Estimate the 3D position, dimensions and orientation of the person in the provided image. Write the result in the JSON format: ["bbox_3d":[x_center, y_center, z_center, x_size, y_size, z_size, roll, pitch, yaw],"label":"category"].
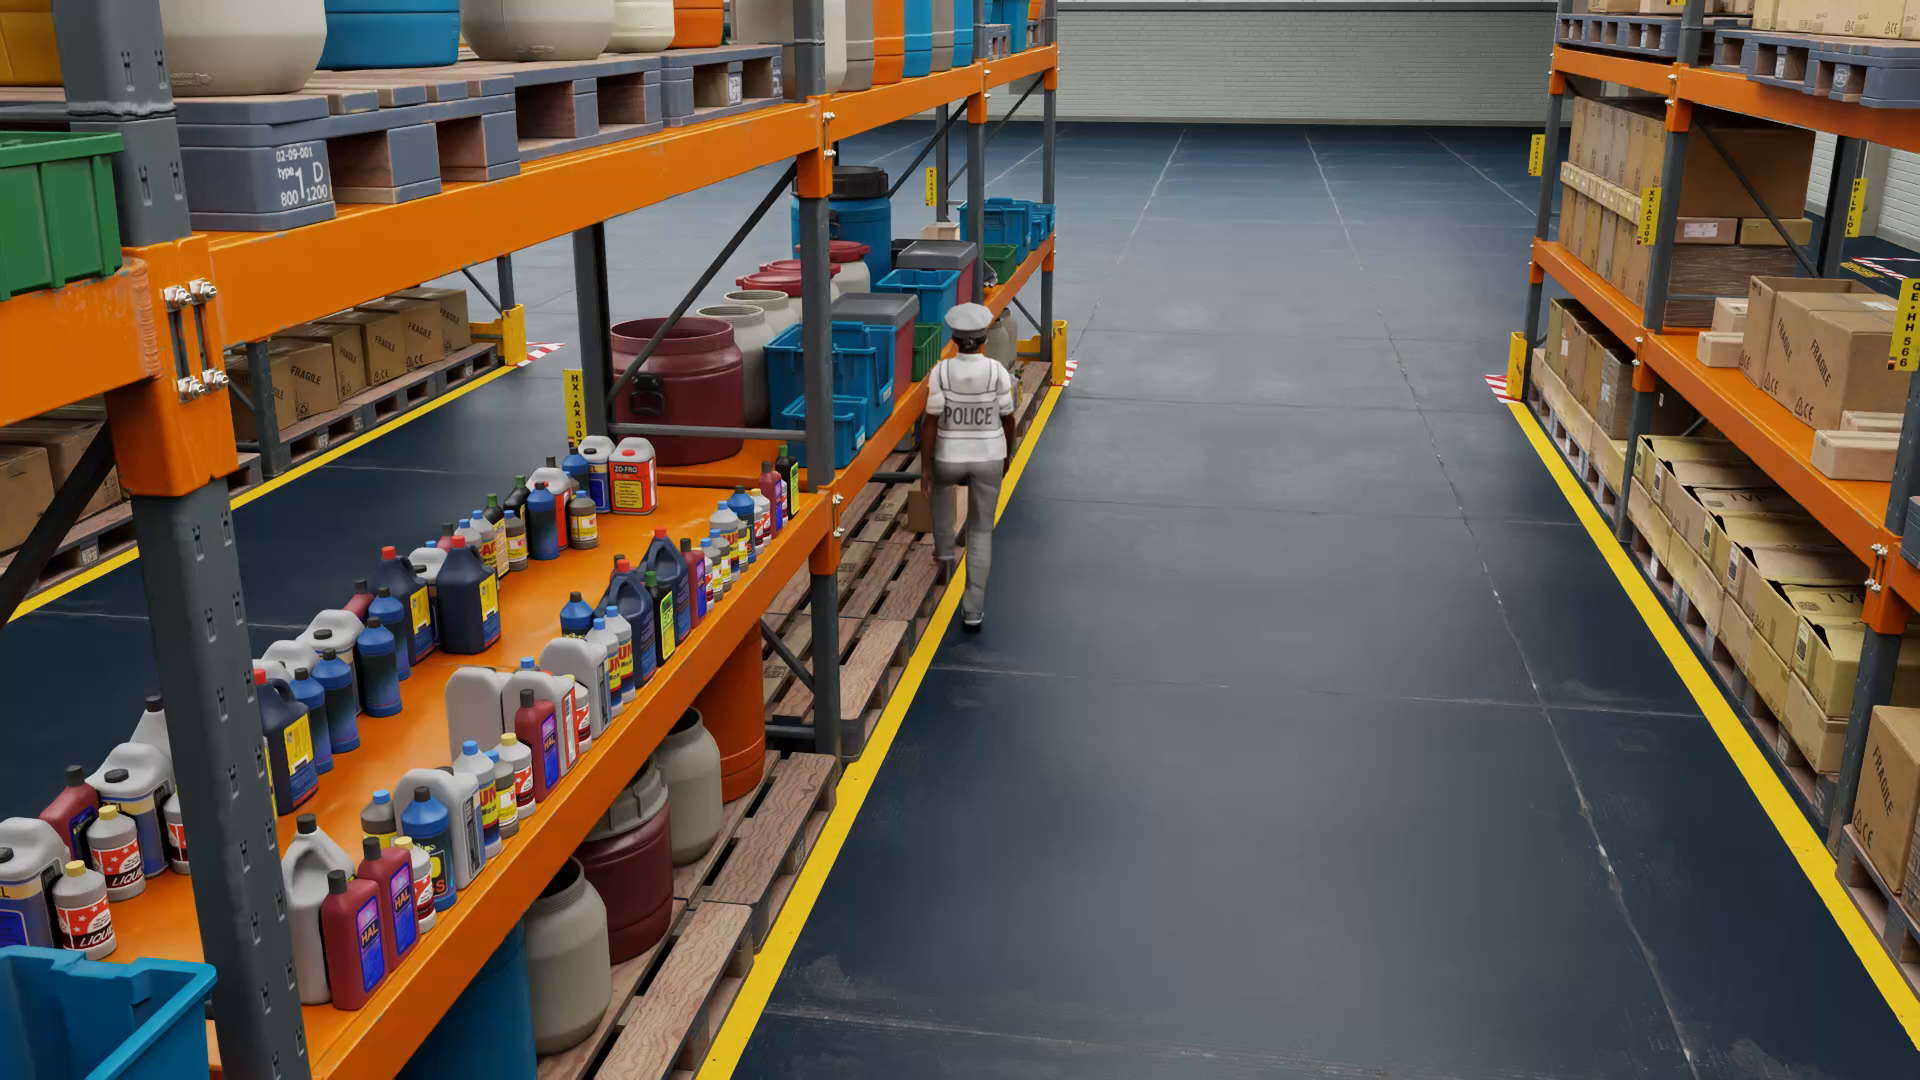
[{"bbox_3d":[0.049,-0.443,8.834,0.488,1.660,0.780,1,18,4],"label":"person"}]
